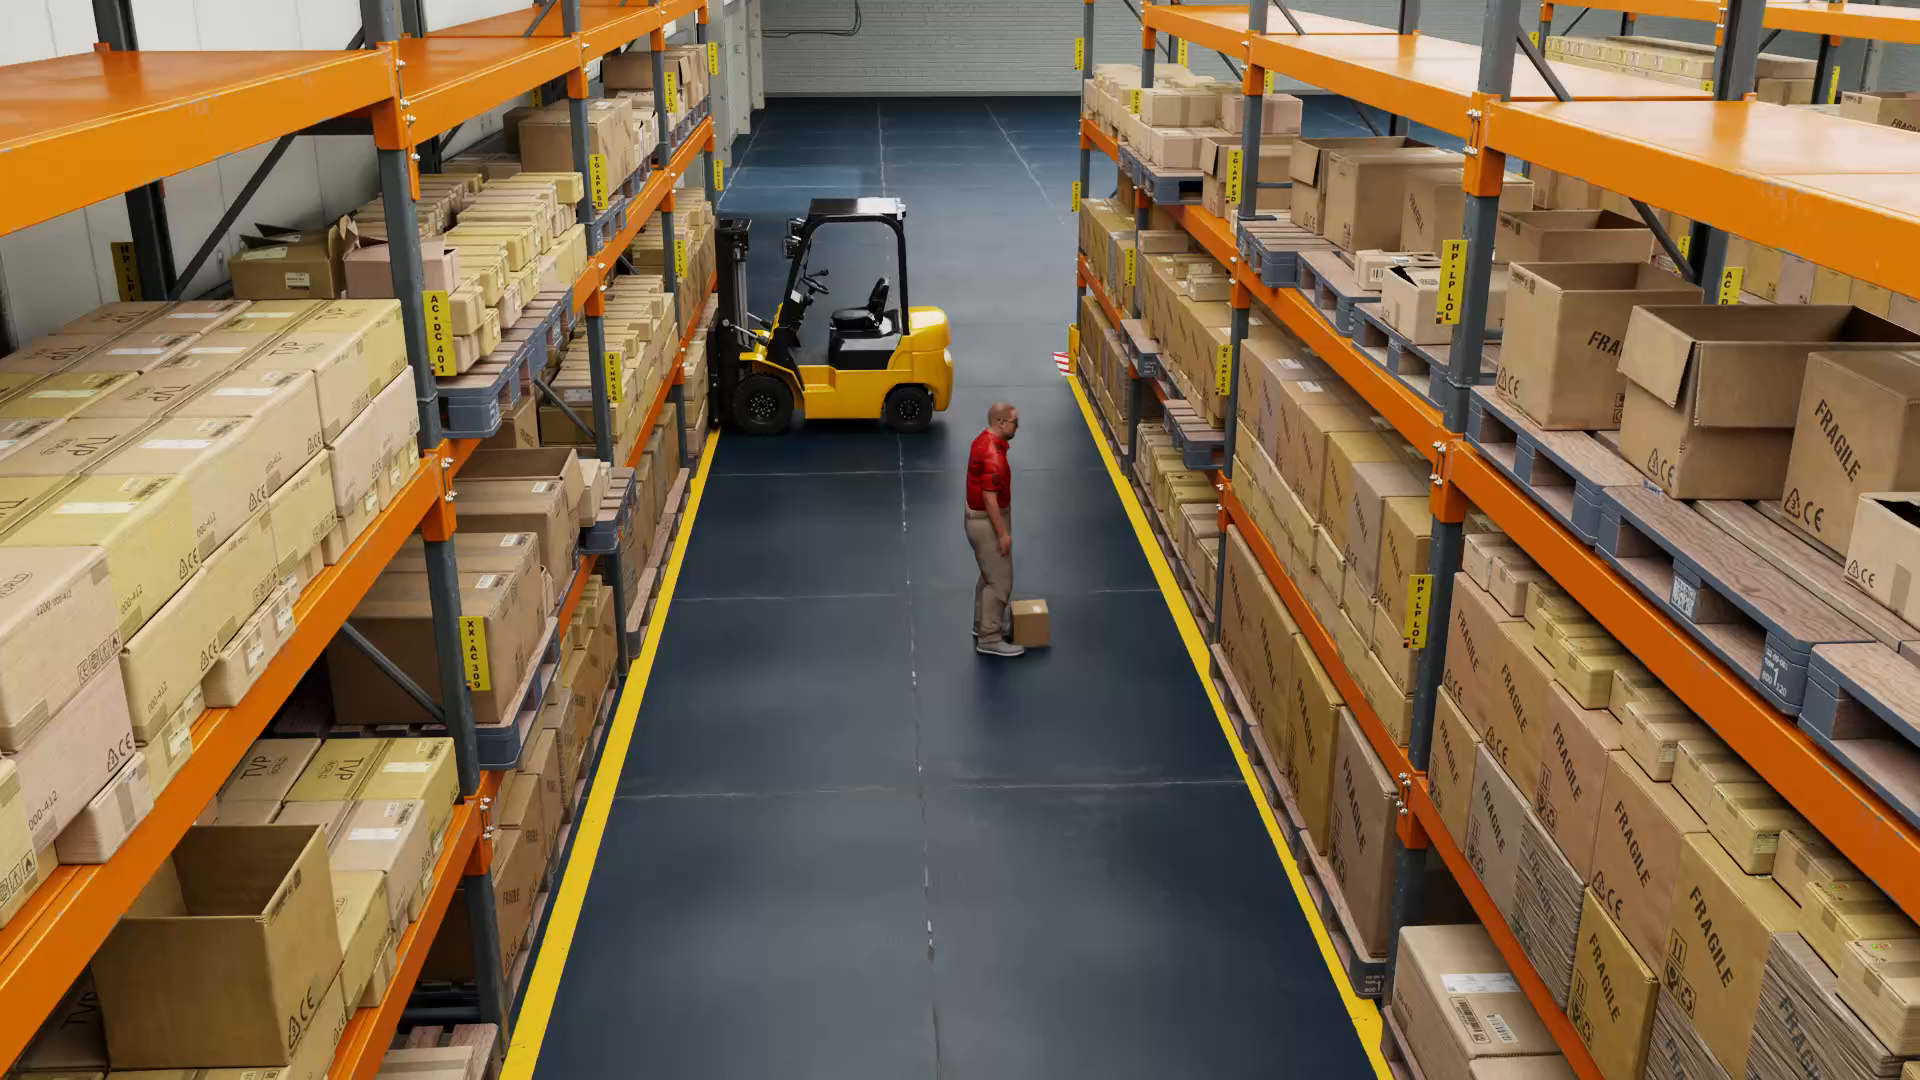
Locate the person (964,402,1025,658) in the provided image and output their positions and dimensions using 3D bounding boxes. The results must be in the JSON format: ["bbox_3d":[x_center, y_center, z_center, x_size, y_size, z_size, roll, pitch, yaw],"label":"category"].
[{"bbox_3d":[0.229,-0.096,11.357,0.390,1.727,0.578,-2,20,-5],"label":"person"}]
